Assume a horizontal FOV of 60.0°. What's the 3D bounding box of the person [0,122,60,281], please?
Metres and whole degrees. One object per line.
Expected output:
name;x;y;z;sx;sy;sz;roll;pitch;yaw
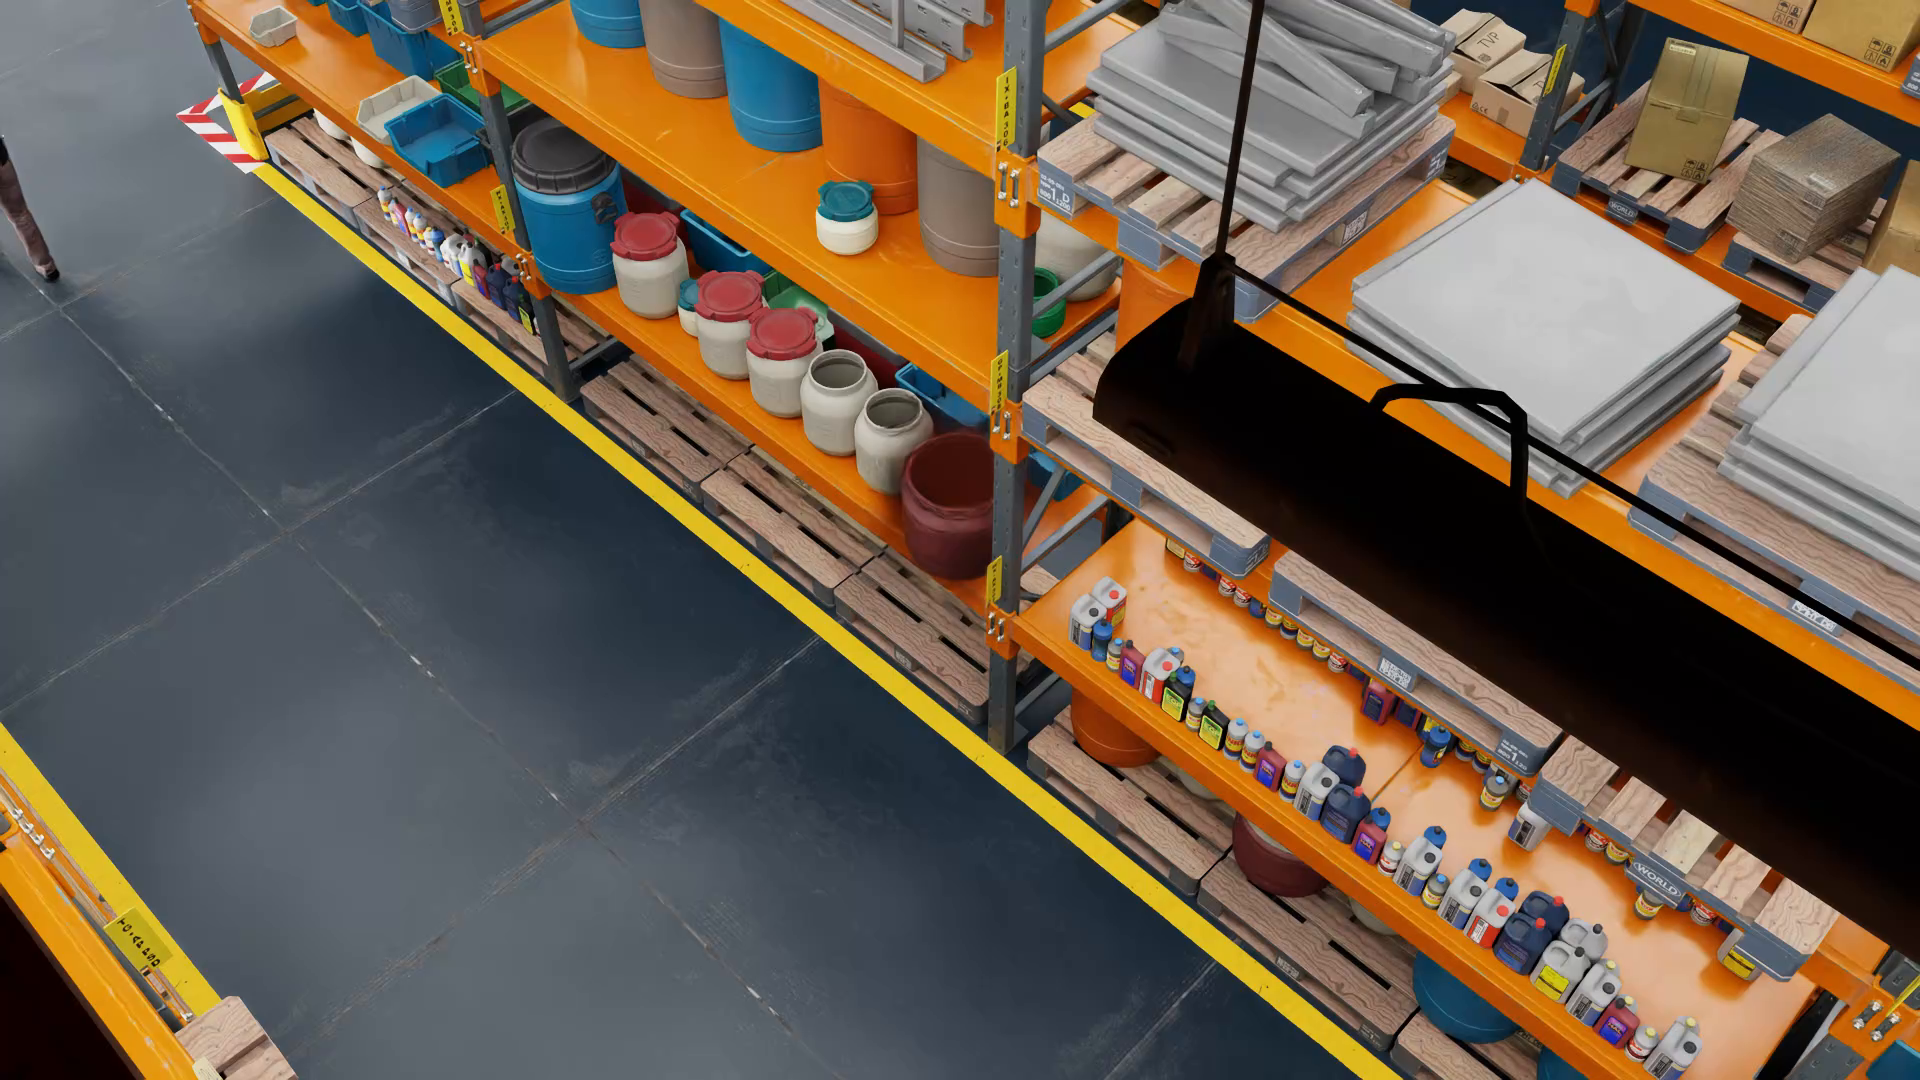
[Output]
person;-6.825;-2.597;11.455;0.622;1.690;0.844;-27;55;-21
